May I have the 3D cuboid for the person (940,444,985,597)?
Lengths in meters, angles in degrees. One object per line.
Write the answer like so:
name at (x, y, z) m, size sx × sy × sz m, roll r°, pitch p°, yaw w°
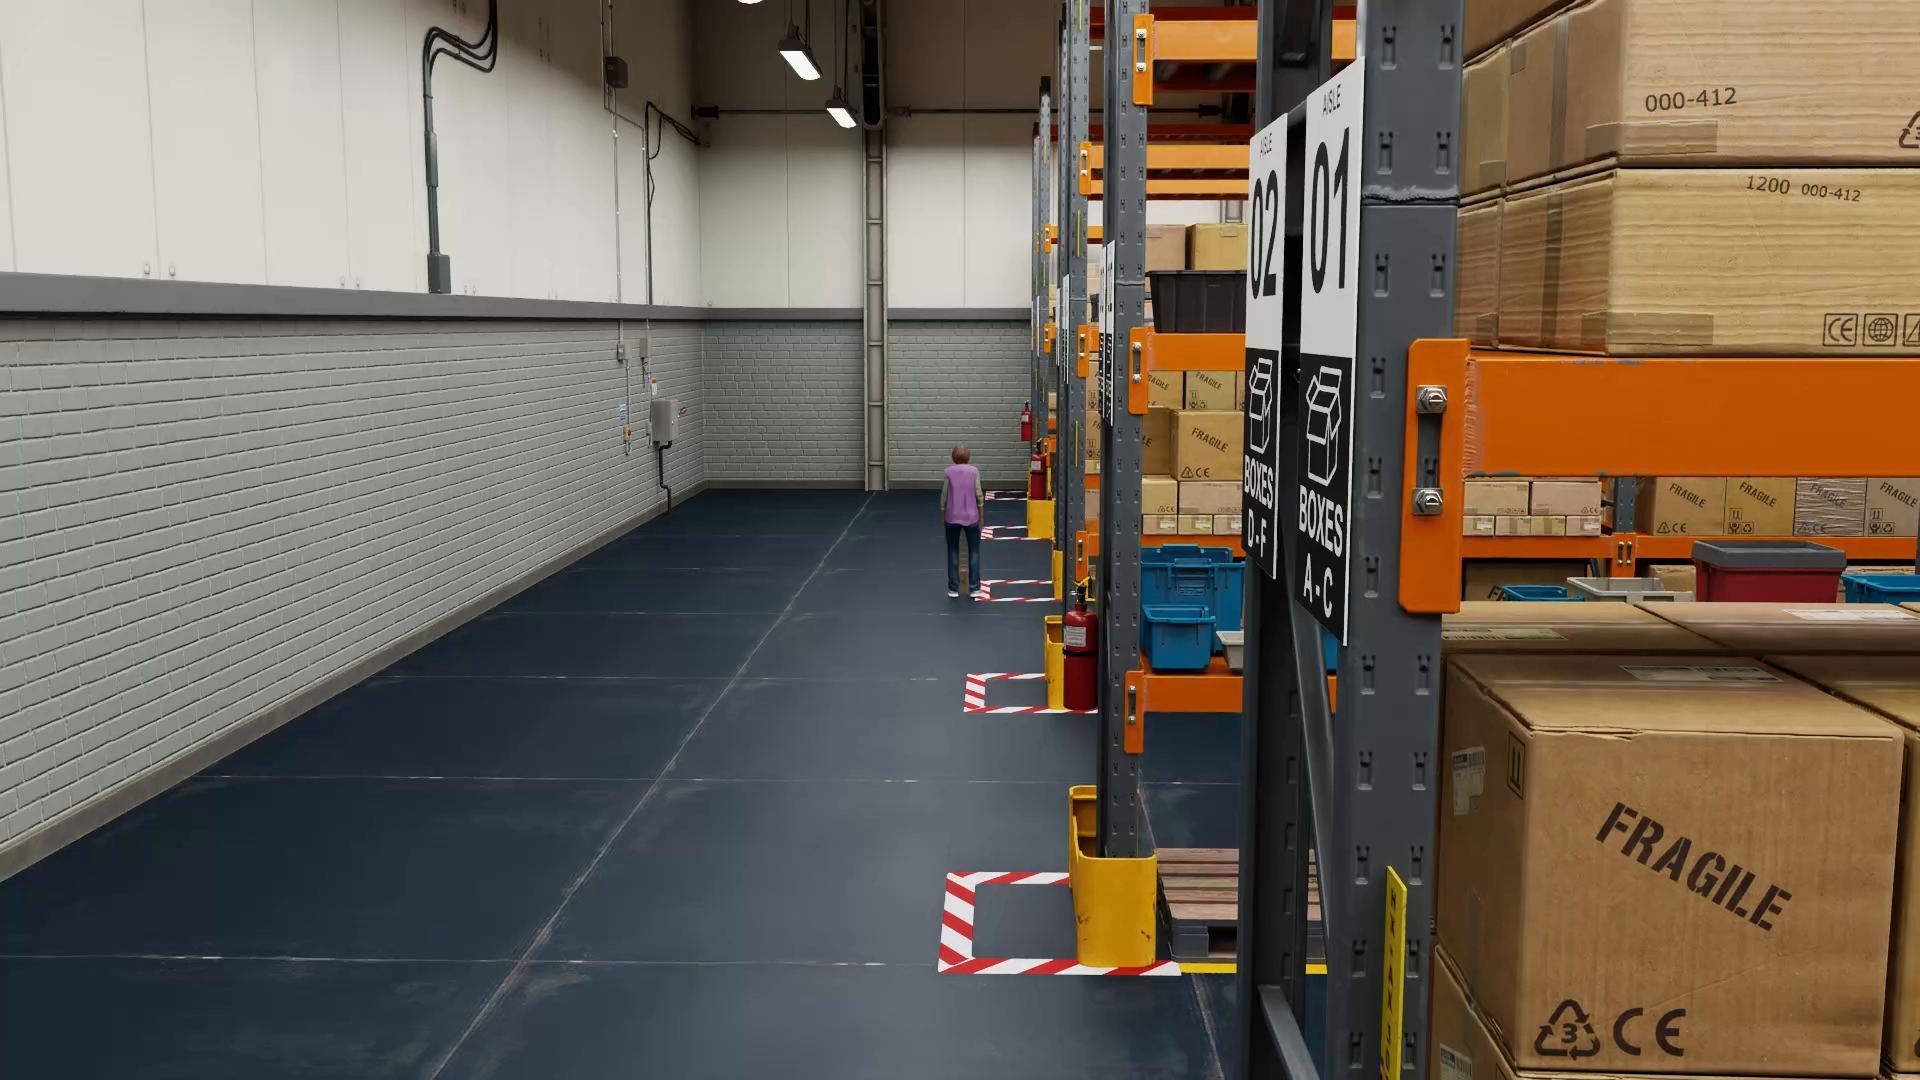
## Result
person at (0.024, -0.197, 17.329) m, size 0.462 × 1.593 × 0.339 m, roll 0°, pitch 7°, yaw 3°
